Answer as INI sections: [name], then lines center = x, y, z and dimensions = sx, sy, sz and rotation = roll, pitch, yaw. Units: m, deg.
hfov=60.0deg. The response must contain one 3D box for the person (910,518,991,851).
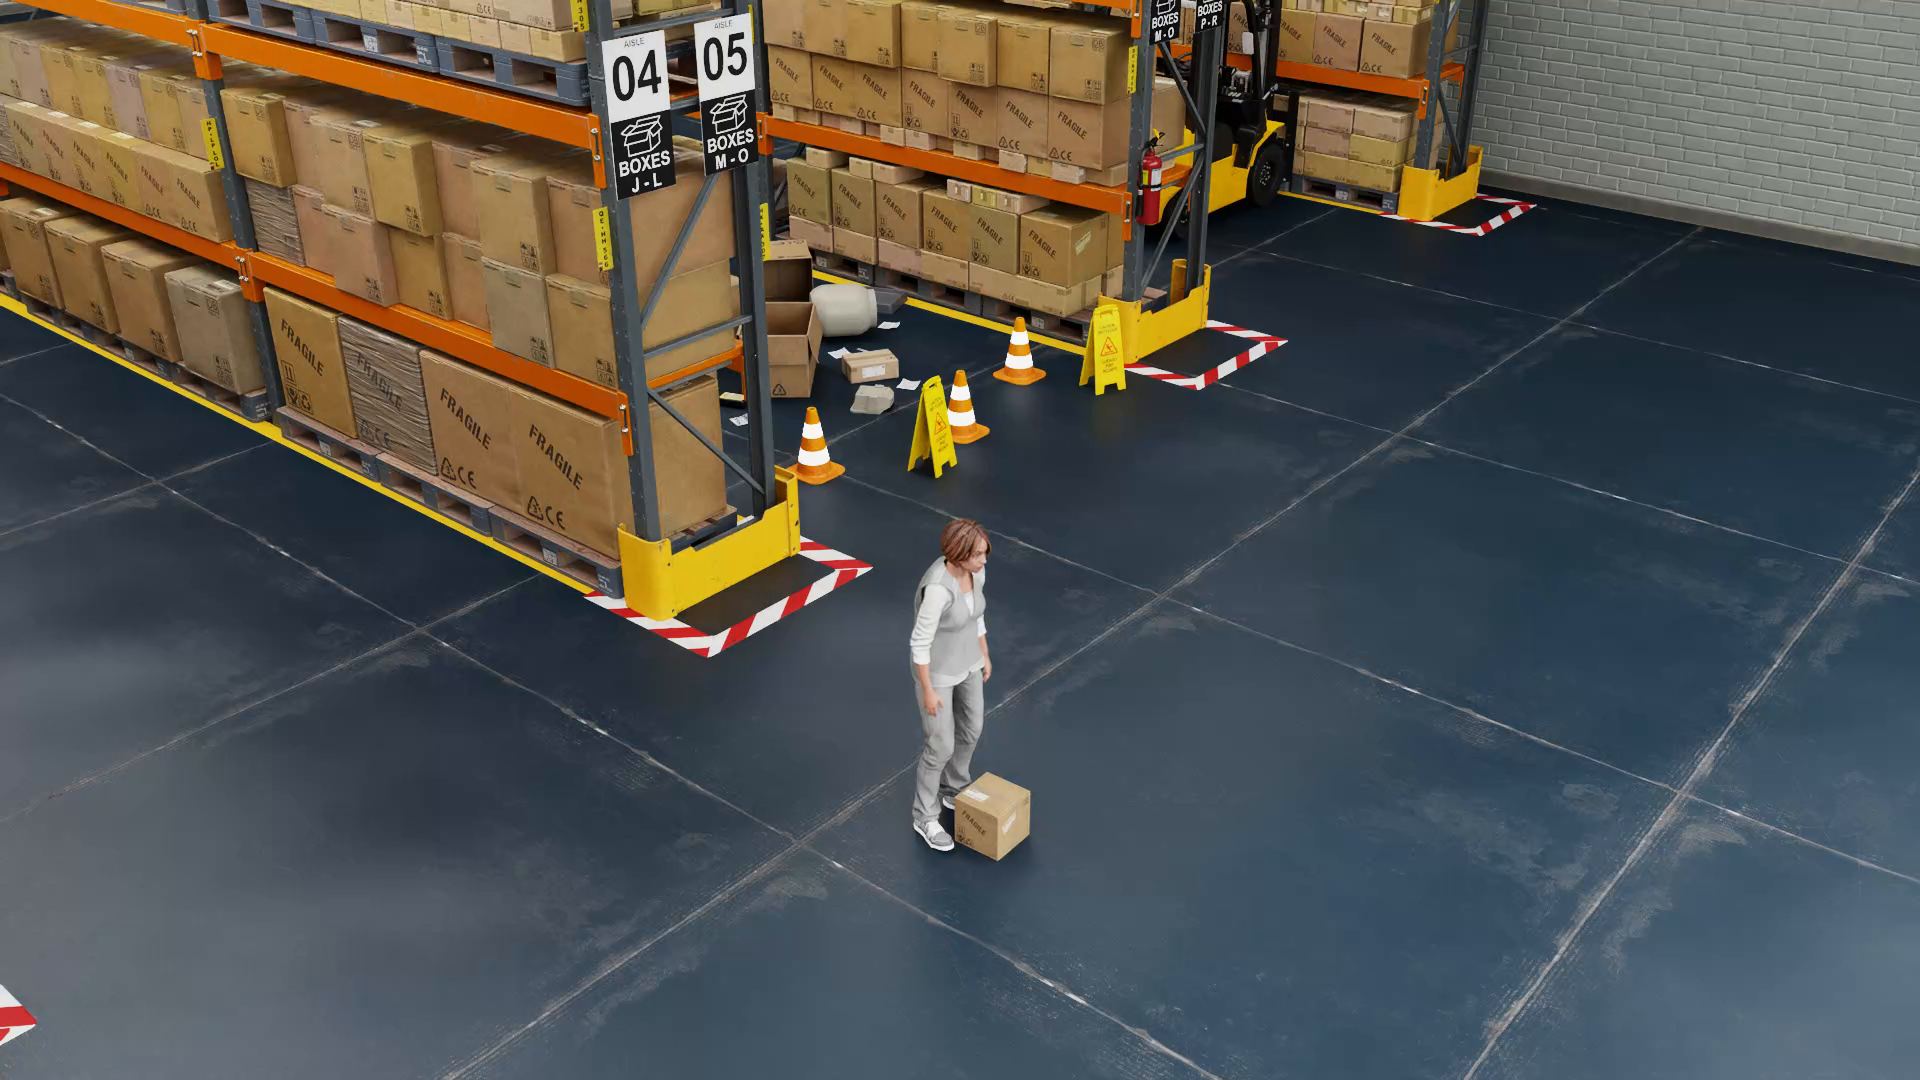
[person]
center = -0.035, 0.610, 7.472
dimensions = 0.348, 1.592, 0.476
rotation = 20, 34, 33
